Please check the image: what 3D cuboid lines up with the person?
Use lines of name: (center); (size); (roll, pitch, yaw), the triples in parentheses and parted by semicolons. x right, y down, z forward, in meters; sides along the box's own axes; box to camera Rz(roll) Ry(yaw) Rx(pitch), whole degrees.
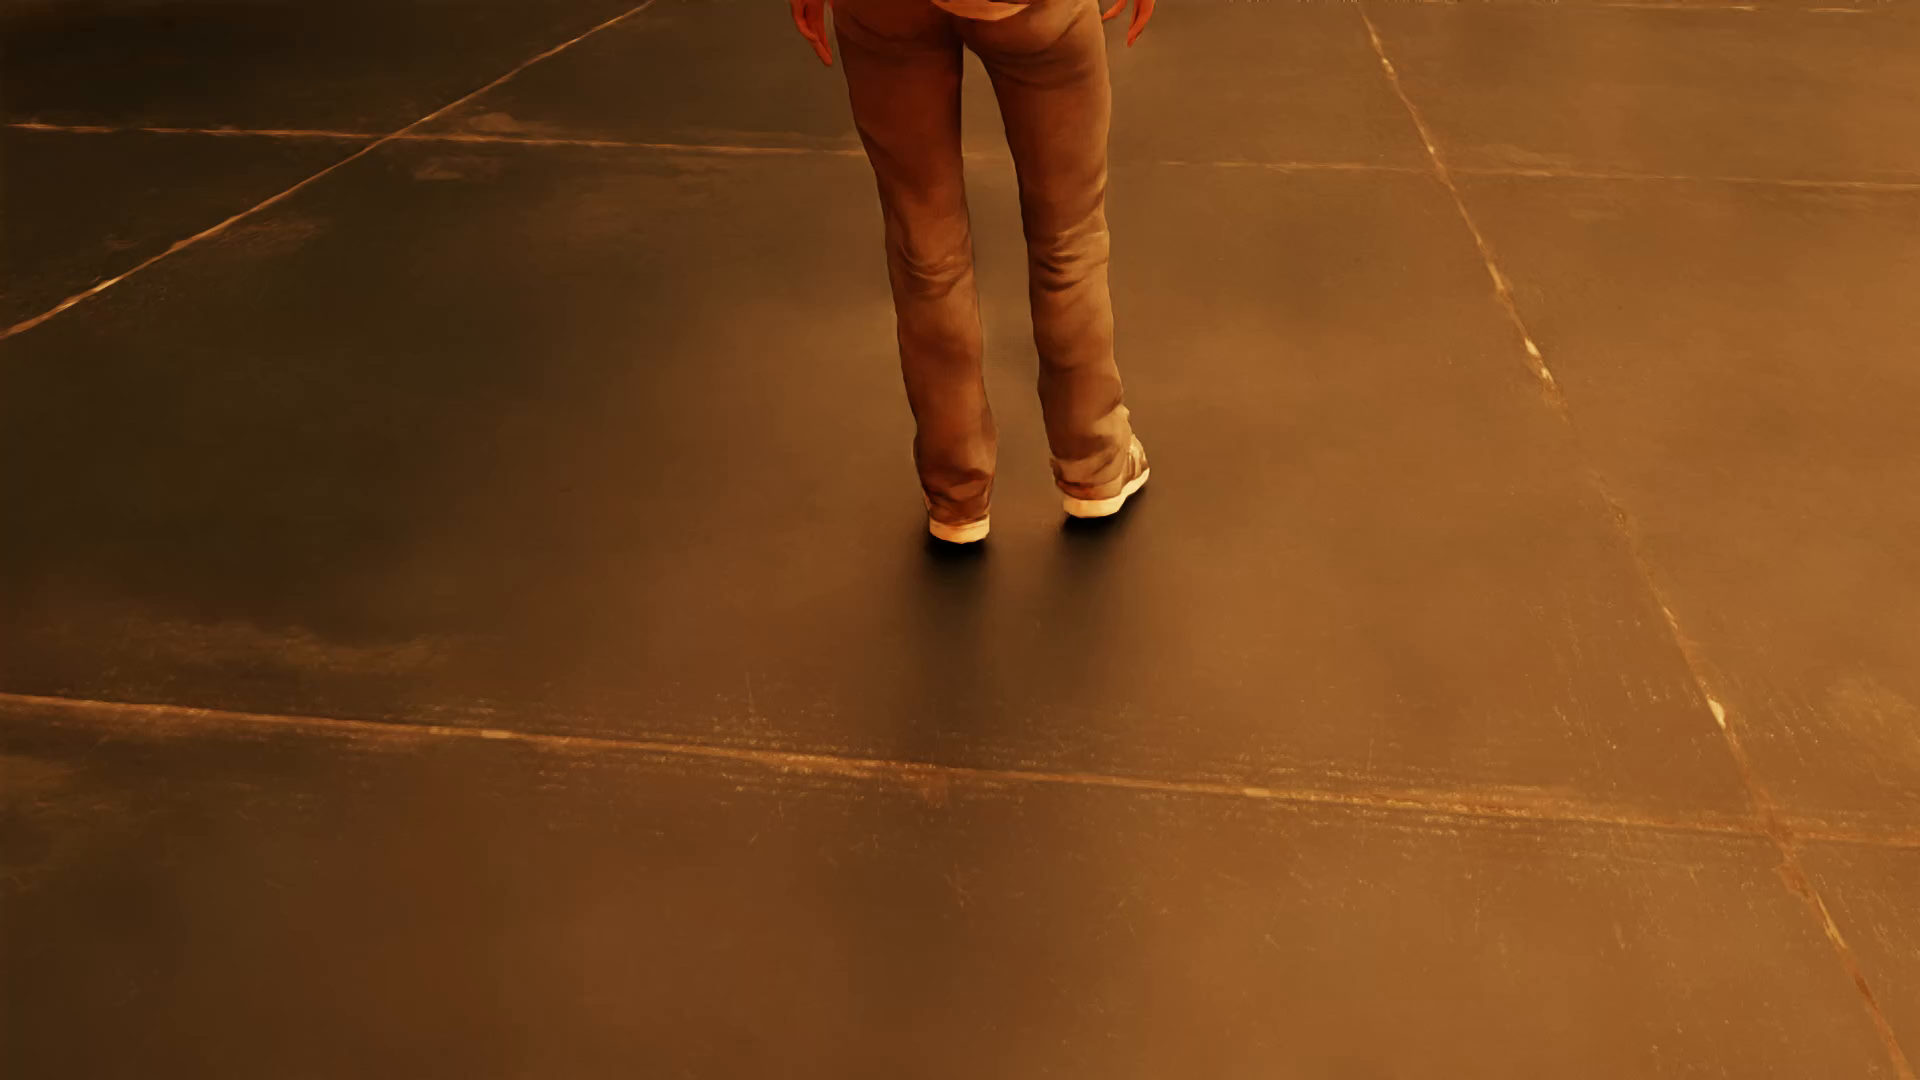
person: (0.024, -0.753, 2.205); (0.521, 1.597, 0.474); (3, 27, 7)
